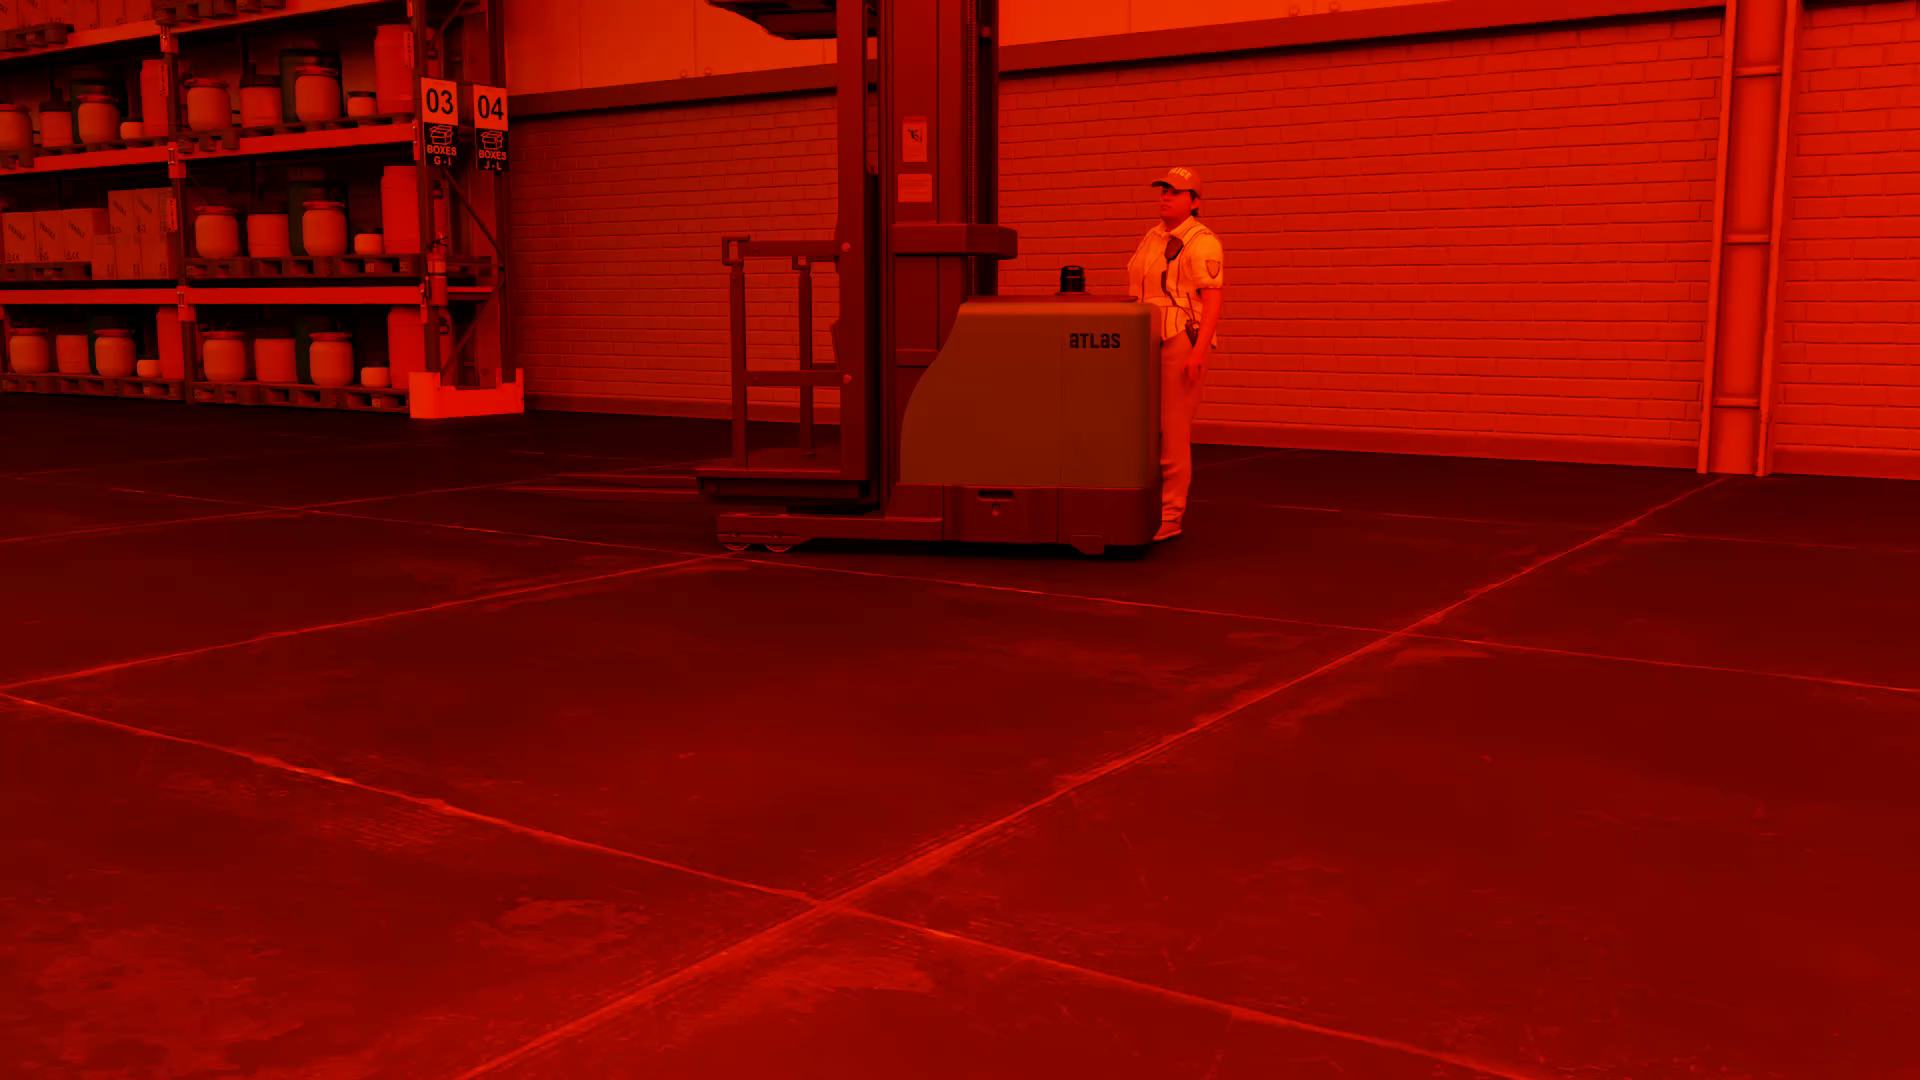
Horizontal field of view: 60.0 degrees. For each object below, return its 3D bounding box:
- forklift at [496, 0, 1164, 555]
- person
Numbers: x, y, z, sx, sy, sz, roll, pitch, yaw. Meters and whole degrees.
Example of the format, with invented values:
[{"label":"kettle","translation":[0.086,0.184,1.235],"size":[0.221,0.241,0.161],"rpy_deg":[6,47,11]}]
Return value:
[{"label":"forklift","translation":[-0.596,-1.469,7.520],"size":[3.031,2.935,1.130],"rpy_deg":[2,8,12]},{"label":"person","translation":[0.863,-0.836,7.514],"size":[0.529,1.669,0.599],"rpy_deg":[-6,10,-35]}]
